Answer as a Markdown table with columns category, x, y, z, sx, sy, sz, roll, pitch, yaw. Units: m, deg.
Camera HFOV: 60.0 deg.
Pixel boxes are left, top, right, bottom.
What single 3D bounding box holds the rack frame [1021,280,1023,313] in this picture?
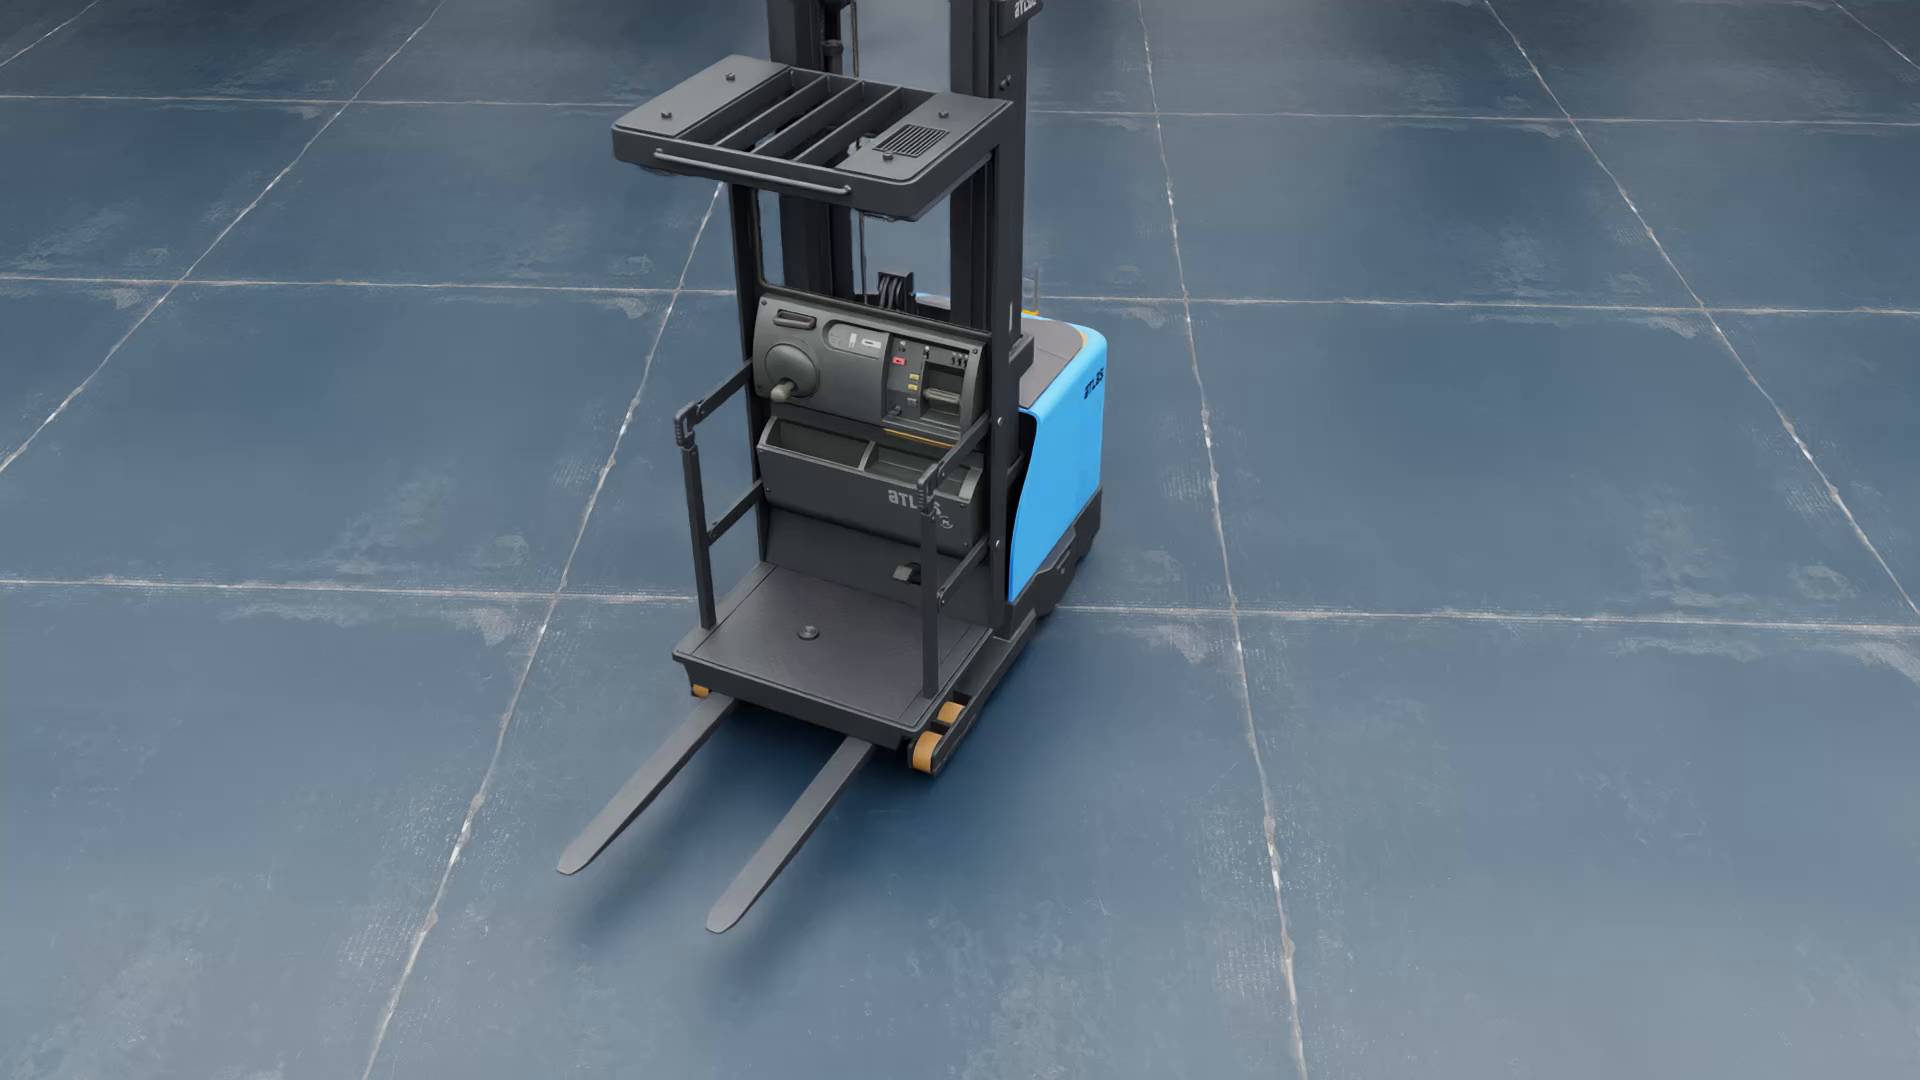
| category | x | y | z | sx | sy | sz | roll | pitch | yaw |
| --- | --- | --- | --- | --- | --- | --- | --- | --- | --- |
| rack frame | 0.165 | -0.674 | 7.665 | 0.240 | 1.200 | 0.006 | 15 | 38 | 21 |

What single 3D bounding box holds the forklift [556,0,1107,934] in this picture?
| category | x | y | z | sx | sy | sz | roll | pitch | yaw |
| --- | --- | --- | --- | --- | --- | --- | --- | --- | --- |
| forklift | -0.443 | -0.580 | 6.026 | 1.130 | 2.935 | 3.031 | 15 | 38 | 21 |

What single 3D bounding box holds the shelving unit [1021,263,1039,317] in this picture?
| category | x | y | z | sx | sy | sz | roll | pitch | yaw |
| --- | --- | --- | --- | --- | --- | --- | --- | --- | --- |
| shelving unit | 0.204 | -0.721 | 7.733 | 0.258 | 1.200 | 0.189 | 15 | 38 | 21 |

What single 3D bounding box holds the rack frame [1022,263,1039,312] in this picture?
| category | x | y | z | sx | sy | sz | roll | pitch | yaw |
| --- | --- | --- | --- | --- | --- | --- | --- | --- | --- |
| rack frame | 0.244 | -0.769 | 7.800 | 0.240 | 1.200 | 0.006 | 15 | 38 | 21 |

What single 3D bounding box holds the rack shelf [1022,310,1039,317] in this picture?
| category | x | y | z | sx | sy | sz | roll | pitch | yaw |
| --- | --- | --- | --- | --- | --- | --- | --- | --- | --- |
| rack shelf | 0.204 | -0.979 | 7.551 | 0.258 | 0.103 | 0.180 | 15 | 38 | 21 |
